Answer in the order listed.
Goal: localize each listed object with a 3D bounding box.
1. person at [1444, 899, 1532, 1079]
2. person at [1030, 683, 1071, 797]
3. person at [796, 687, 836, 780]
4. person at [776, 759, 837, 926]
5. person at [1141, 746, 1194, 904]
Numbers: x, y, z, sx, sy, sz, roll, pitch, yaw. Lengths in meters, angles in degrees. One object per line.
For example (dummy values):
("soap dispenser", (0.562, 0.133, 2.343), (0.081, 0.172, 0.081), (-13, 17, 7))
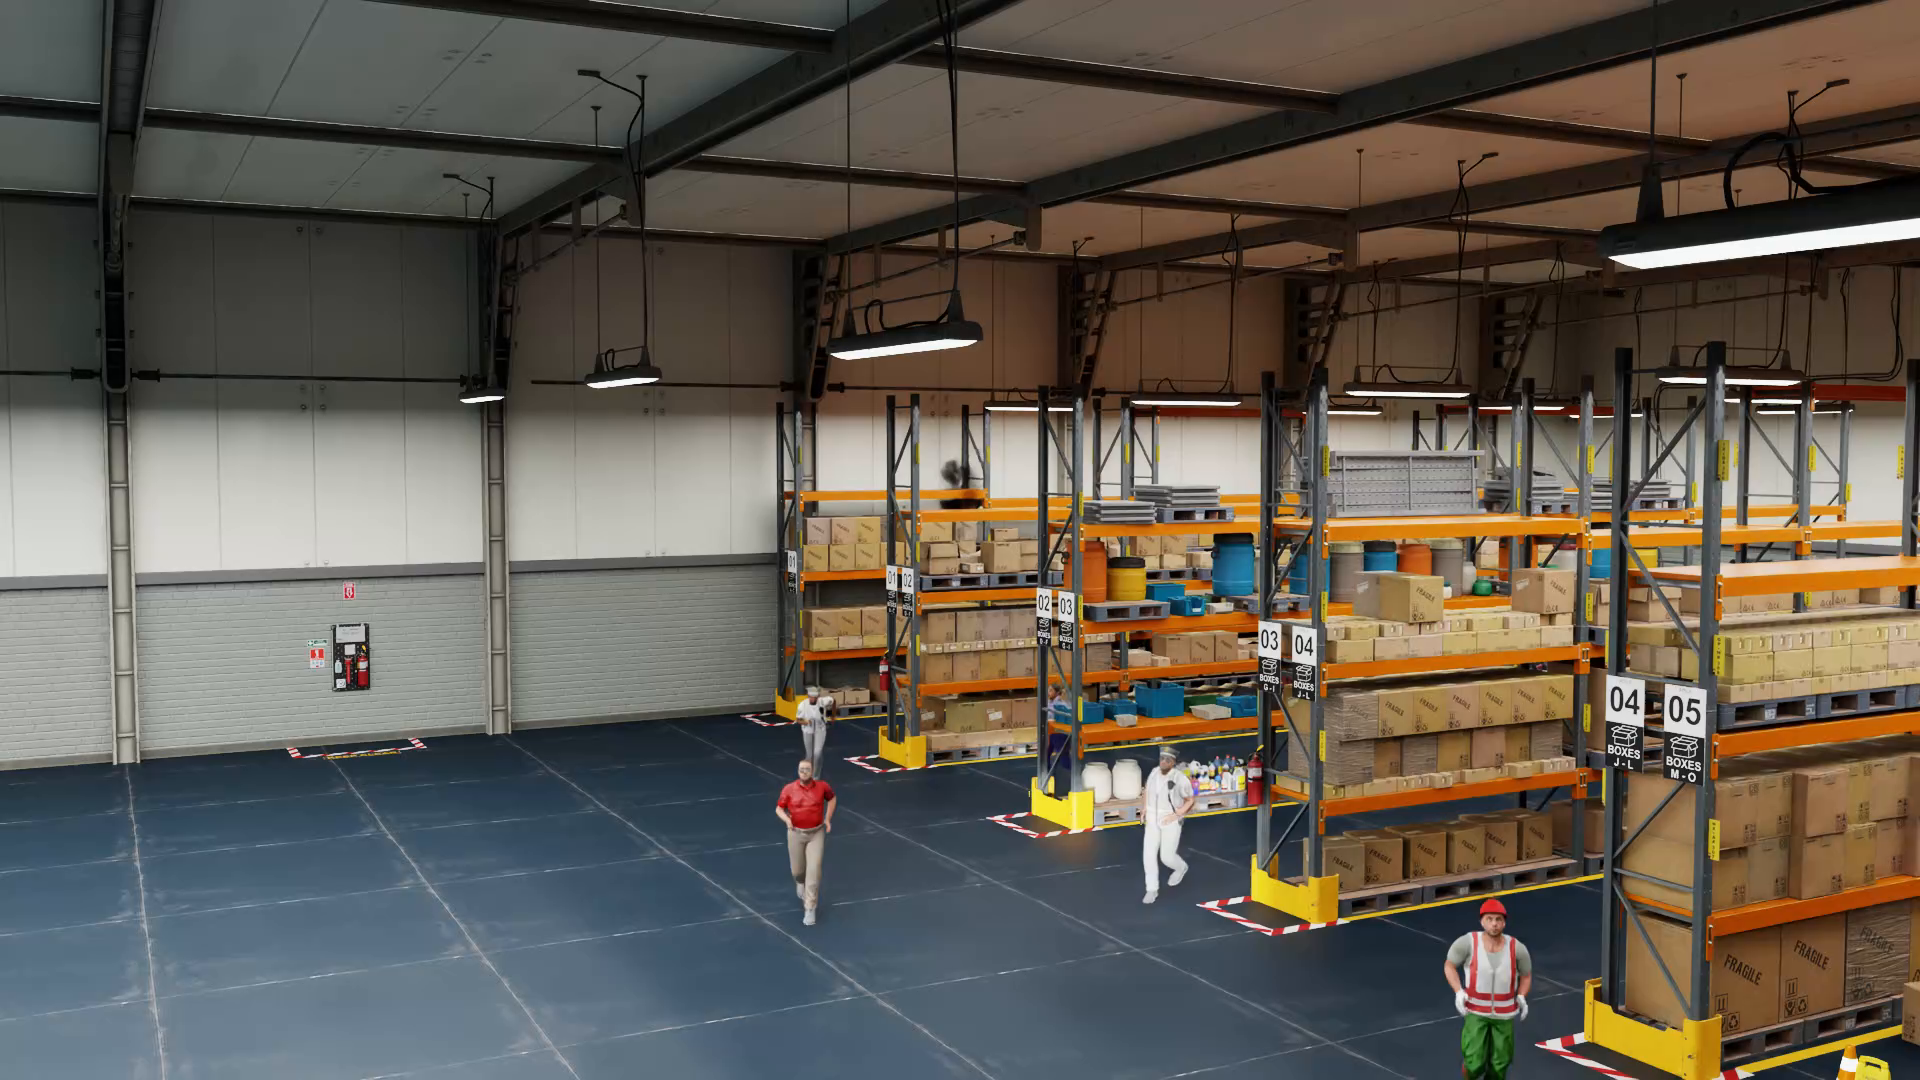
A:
("person", (3.999, 3.579, 12.563), (0.634, 1.744, 0.585), (1, 3, 9))
("person", (1.428, 2.927, 24.589), (0.919, 1.651, 0.599), (-2, 4, -36))
("person", (-2.189, 2.976, 25.338), (0.611, 1.585, 0.963), (0, 3, -3))
("person", (-1.691, 3.275, 18.318), (0.664, 1.737, 0.944), (0, 3, -4))
("person", (2.372, 3.230, 19.036), (0.676, 1.785, 0.798), (2, 4, 32))
